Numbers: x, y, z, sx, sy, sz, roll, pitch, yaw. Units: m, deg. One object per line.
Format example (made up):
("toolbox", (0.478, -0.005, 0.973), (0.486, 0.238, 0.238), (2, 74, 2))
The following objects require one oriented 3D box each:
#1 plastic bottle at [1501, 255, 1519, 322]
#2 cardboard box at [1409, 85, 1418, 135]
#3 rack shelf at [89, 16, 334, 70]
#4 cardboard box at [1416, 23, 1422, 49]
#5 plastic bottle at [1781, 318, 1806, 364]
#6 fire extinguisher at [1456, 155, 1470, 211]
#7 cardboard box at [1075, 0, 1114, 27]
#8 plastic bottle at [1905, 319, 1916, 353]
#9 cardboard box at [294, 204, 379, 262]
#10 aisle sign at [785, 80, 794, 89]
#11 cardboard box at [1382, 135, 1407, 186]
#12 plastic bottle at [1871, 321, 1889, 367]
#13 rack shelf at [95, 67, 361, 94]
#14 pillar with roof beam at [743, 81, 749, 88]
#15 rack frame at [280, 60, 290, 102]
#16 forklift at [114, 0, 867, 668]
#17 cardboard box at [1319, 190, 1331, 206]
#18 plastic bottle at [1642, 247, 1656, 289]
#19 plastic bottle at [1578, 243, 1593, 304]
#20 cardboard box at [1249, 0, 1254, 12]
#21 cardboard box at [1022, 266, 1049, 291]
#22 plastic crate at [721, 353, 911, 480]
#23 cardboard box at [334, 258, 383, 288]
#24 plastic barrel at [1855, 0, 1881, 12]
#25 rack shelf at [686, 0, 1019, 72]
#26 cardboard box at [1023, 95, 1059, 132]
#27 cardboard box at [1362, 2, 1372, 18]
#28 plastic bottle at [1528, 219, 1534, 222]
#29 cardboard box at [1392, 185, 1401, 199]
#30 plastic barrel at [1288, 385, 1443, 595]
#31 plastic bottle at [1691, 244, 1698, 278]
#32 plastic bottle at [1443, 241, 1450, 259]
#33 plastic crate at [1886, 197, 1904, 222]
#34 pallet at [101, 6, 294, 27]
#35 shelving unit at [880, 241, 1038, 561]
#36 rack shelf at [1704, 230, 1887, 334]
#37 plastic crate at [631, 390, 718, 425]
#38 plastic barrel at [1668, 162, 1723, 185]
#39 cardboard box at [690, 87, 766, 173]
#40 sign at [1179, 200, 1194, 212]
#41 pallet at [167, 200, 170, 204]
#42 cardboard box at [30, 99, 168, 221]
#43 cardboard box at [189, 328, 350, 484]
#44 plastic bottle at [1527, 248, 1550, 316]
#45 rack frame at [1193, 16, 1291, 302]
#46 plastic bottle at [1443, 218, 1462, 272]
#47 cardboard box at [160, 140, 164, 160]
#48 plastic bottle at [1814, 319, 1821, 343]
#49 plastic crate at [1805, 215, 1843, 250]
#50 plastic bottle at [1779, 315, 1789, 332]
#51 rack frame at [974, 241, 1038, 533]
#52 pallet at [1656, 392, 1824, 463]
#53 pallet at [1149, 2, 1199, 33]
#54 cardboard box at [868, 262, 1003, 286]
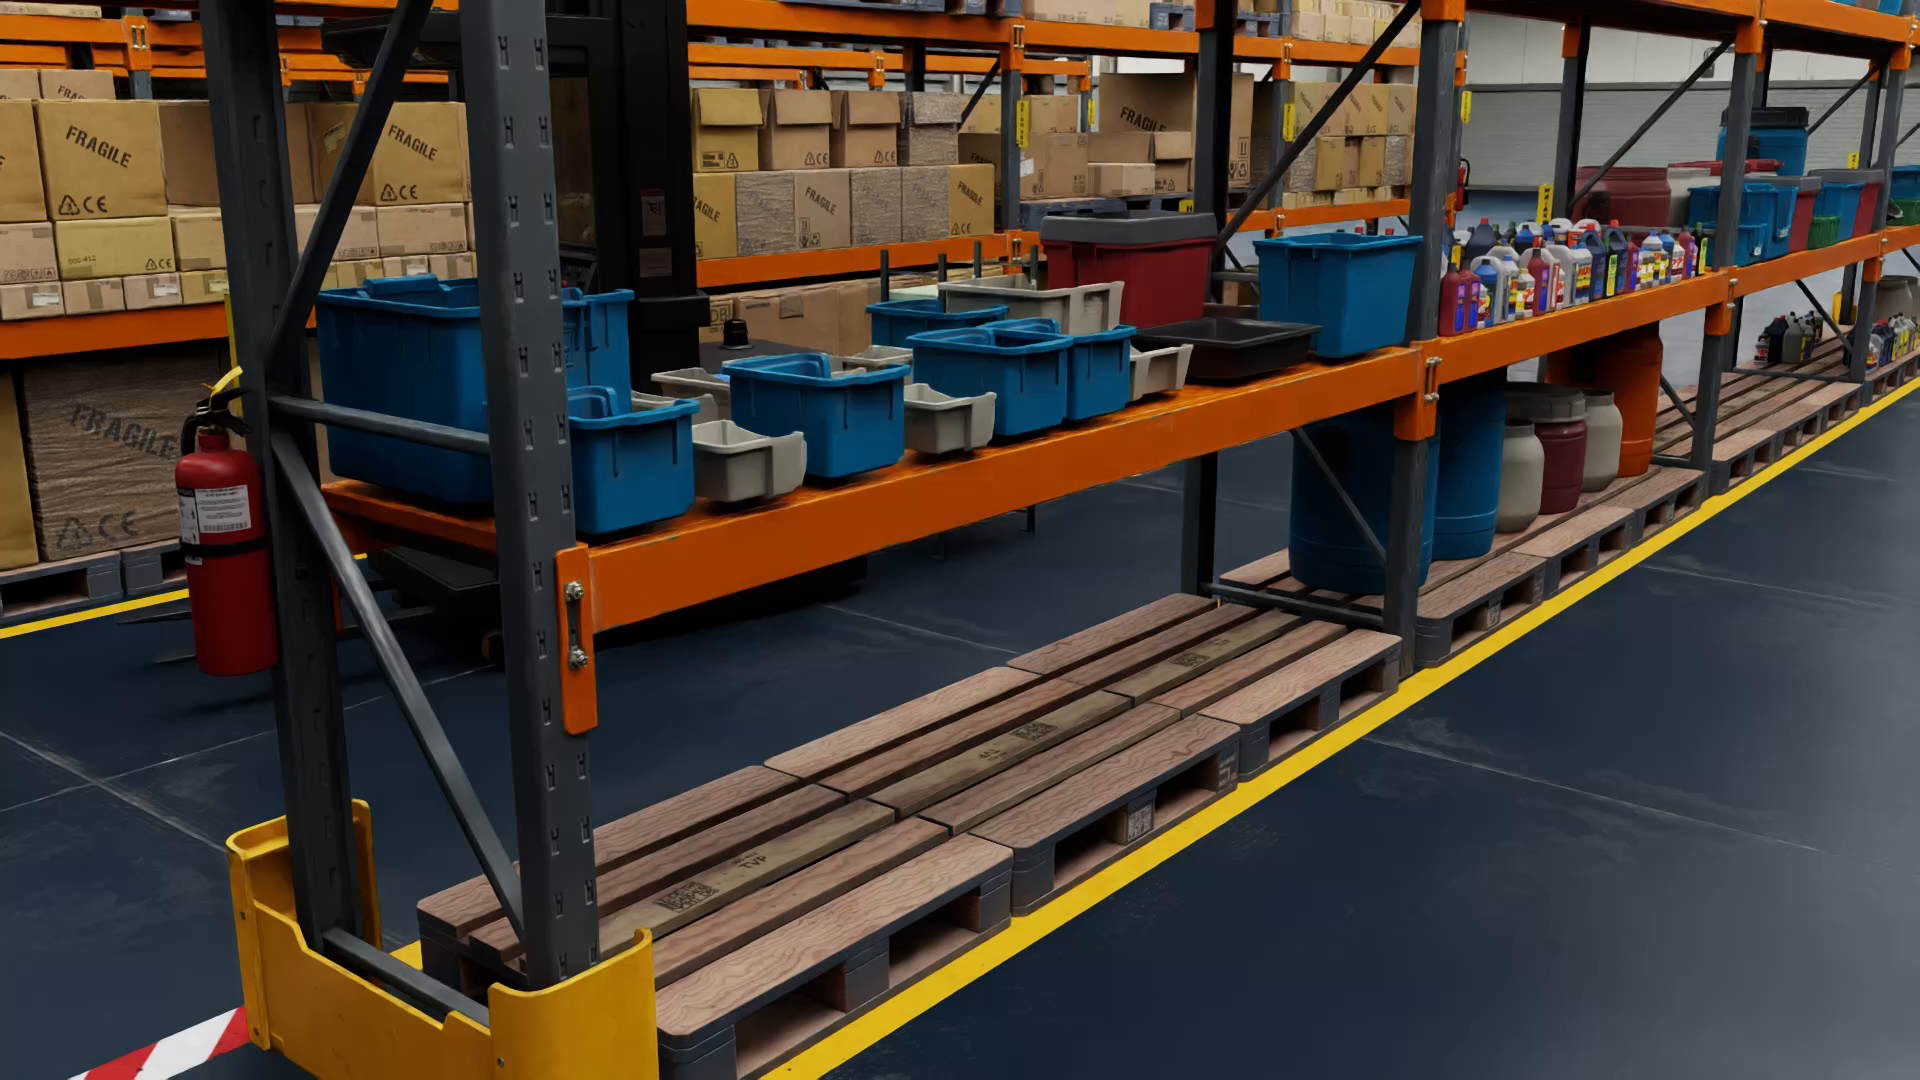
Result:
("plastic bottle", (2.265, -1.045, 6.905), (0.097, 0.271, 0.097), (0, 14, 0))
("cardboard box", (4.580, -4.491, 17.371), (0.500, 0.500, 0.500), (11, 18, 38))
("rack shelf", (-5.036, -4.031, 13.767), (1.077, 0.370, 4.000), (11, 18, 38))
("cardboard box", (4.626, -5.207, 17.242), (0.500, 0.250, 0.500), (11, 18, 38))
("plastic bottle", (6.674, -1.597, 13.302), (0.144, 0.351, 0.185), (11, 18, 38))
("fire extinguisher", (5.473, -3.967, 18.304), (0.296, 0.674, 0.183), (11, 18, 38))
("cardboard box", (0.831, -4.052, 12.693), (0.500, 0.250, 0.500), (12, 18, 39))
("plastic bottle", (7.902, -1.717, 13.928), (0.152, 0.276, 0.135), (11, 18, 38))
("cardboard box", (-3.216, -1.505, 8.155), (0.500, 0.250, 0.500), (12, 18, 39))
("aisle sign", (-2.400, -6.815, 24.076), (0.394, 0.787, 0.004), (11, 18, 38))
("cardboard box", (4.107, -3.942, 17.242), (0.875, 0.500, 0.500), (11, 18, 38))
("plastic bottle", (7.212, -1.541, 13.084), (0.144, 0.351, 0.185), (12, 18, 39))
("rack shelf", (-10.299, -6.311, 22.743), (1.077, 0.370, 4.000), (11, 18, 38))
("pillar with roof beam", (-0.547, -9.752, 28.733), (9.100, 9.000, 0.400), (11, 18, 38))
("rack frame", (-7.693, -4.056, 18.495), (1.000, 3.000, 0.127), (11, 18, 38))
("forklift", (-1.903, -1.057, 6.829), (3.031, 2.935, 1.130), (-11, 18, -36))
("cardboard box", (3.351, -3.308, 16.064), (0.380, 0.149, 0.250), (11, 18, 38))
("plastic bottle", (3.407, -1.359, 8.284), (0.097, 0.201, 0.097), (0, 14, 0))
("plastic bottle", (2.824, -1.215, 7.575), (0.097, 0.271, 0.097), (0, 14, 0))
("cardboard box", (2.509, -4.969, 15.495), (0.380, 0.149, 0.250), (12, 19, 39))
("cardboard box", (0.413, -2.020, 13.143), (0.500, 0.250, 0.500), (12, 19, 40))
("plastic crate", (-0.336, -0.294, 3.905), (0.416, 0.233, 0.300), (11, 18, 38))
("cardboard box", (-3.082, -1.328, 8.268), (0.380, 0.149, 0.250), (12, 18, 39))
("plastic barrel", (5.820, -3.962, 11.017), (0.600, 0.901, 0.600), (0, 14, 0))
("rack shelf", (-1.242, -3.244, 10.670), (1.077, 0.370, 4.000), (11, 18, 38))
("cardboard box", (0.711, -5.252, 20.708), (0.875, 0.550, 0.550), (11, 18, 38))
("cardboard box", (3.763, -5.132, 16.137), (0.380, 0.149, 0.250), (11, 18, 36))
("plastic bottle", (3.102, -1.610, 9.106), (0.061, 0.283, 0.133), (11, 18, 38))
("cardboard box", (4.391, -3.655, 17.429), (0.380, 0.149, 0.250), (11, 18, 38))
("plastic barrel", (1.709, -0.278, 7.032), (0.600, 0.901, 0.708), (11, 18, 38))
("plastic bottle", (3.858, -1.496, 8.825), (0.097, 0.201, 0.097), (0, 14, 0))
("plastic bottle", (2.309, -1.332, 8.035), (0.097, 0.271, 0.097), (0, 14, 0))
("plastic crate", (6.809, -2.572, 12.781), (0.767, 0.338, 0.504), (11, 18, 38))
("pallet", (-5.822, -4.007, 12.595), (1.213, 0.211, 1.003), (11, 18, 38))
("shelving unit", (0.004, -0.728, 8.443), (0.431, 1.500, 0.755), (11, 18, 38))
("rack shelf", (5.124, -1.790, 11.037), (1.077, 0.370, 4.000), (11, 18, 38))
("plastic crate", (-0.789, -0.309, 4.160), (0.396, 0.136, 0.243), (11, 18, 38))
("plastic barrel", (4.877, -2.215, 10.973), (0.433, 0.535, 0.433), (0, 14, 0))
("cardboard box", (-1.664, -2.544, 10.304), (0.797, 0.503, 0.637), (12, 18, 38))
("sign", (0.927, -1.209, 6.728), (0.100, 0.325, 0.005), (11, 18, 38))
("pallet", (-5.700, -2.574, 13.052), (1.003, 0.211, 1.213), (11, 18, 38))
("cardboard box", (-3.866, -1.671, 7.285), (0.500, 0.500, 0.500), (11, 18, 36))
("cardboard box", (-3.542, -0.643, 8.525), (0.875, 0.875, 0.875), (11, 18, 38))
("plastic bottle", (2.474, -1.107, 7.126), (0.061, 0.283, 0.133), (11, 18, 38))
("rack frame", (2.529, -3.288, 15.474), (1.000, 3.000, 0.127), (11, 18, 38))
("plastic bottle", (2.369, -1.403, 8.154), (0.144, 0.351, 0.185), (11, 18, 38))
("cardboard box", (-6.193, -3.020, 12.868), (0.380, 0.149, 0.250), (12, 19, 40))
("plastic bottle", (7.449, -1.826, 14.507), (0.097, 0.201, 0.097), (0, 14, 0))
("plastic crate", (5.506, -2.042, 10.998), (0.450, 0.188, 0.662), (11, 18, 38))
("plastic bottle", (6.683, -1.656, 13.534), (0.144, 0.351, 0.185), (10, 17, 35))
("rack frame", (0.234, -0.798, 8.719), (0.400, 1.500, 0.023), (11, 18, 38))
("pallet", (5.152, -0.779, 11.260), (1.003, 0.211, 1.213), (11, 18, 38))
("pallet", (1.409, -4.350, 13.943), (1.213, 0.211, 1.003), (11, 18, 38))
("cardboard box", (-0.435, -1.567, 12.161), (1.225, 0.875, 0.875), (10, 17, 35))
